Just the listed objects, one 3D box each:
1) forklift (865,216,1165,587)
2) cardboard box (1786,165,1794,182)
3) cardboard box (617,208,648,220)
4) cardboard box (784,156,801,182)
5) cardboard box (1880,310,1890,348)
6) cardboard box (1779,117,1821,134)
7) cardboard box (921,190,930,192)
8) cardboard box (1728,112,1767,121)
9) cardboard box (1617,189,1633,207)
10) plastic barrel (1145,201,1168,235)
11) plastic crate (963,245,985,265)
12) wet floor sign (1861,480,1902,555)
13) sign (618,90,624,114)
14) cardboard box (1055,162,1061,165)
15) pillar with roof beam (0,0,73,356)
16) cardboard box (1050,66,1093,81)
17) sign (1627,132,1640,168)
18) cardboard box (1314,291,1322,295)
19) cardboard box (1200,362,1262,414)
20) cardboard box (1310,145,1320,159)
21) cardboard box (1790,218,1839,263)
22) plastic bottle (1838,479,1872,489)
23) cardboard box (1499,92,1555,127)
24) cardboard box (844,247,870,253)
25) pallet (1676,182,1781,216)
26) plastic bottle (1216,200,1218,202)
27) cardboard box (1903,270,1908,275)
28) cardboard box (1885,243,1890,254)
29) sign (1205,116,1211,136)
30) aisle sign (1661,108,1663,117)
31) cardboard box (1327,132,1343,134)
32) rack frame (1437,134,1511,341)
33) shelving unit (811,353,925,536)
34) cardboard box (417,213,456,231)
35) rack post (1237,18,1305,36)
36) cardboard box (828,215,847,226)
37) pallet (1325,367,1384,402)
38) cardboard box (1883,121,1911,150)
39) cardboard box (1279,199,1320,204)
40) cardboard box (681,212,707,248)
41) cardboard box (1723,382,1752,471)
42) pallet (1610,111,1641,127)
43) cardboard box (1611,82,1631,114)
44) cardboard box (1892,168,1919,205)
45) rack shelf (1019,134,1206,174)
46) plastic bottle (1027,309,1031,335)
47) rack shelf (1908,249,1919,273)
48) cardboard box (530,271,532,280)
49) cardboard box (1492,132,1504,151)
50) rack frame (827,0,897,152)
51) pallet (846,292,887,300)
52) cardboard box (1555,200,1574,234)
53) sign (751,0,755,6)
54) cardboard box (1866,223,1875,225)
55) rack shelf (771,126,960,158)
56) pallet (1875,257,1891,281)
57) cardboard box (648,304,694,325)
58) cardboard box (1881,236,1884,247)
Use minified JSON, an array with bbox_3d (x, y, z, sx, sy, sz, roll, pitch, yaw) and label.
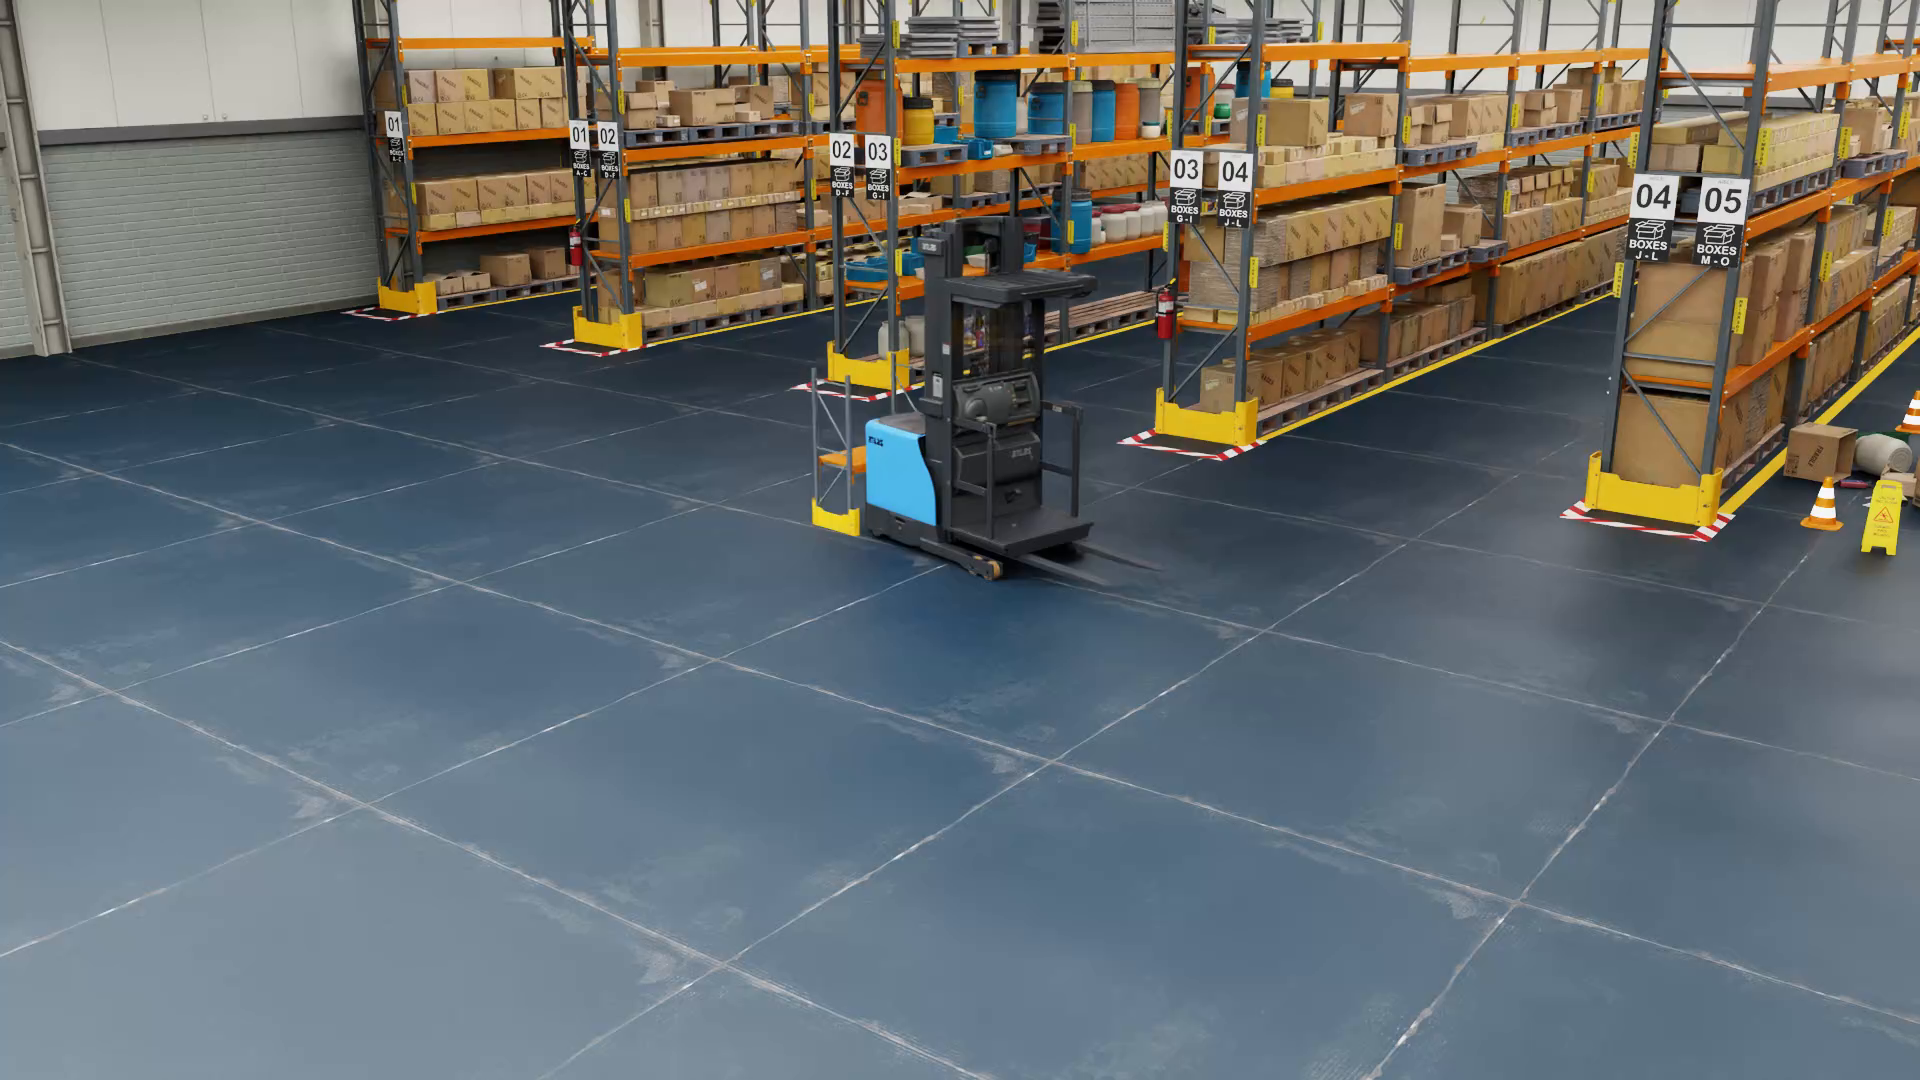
[{"bbox_3d":[0.463,-1.223,14.247,1.130,2.935,3.031,-14,22,-38],"label":"forklift"},{"bbox_3d":[7.899,-3.586,16.230,0.380,0.149,0.250,12,21,34],"label":"cardboard box"},{"bbox_3d":[-4.784,-4.765,24.273,0.380,0.149,0.250,12,21,34],"label":"cardboard box"},{"bbox_3d":[-3.591,-7.525,33.719,0.500,0.500,0.500,13,22,36],"label":"cardboard box"},{"bbox_3d":[12.677,-2.979,23.292,0.500,0.500,0.500,12,21,33],"label":"cardboard box"},{"bbox_3d":[8.504,-4.209,16.891,0.380,0.149,0.250,13,21,35],"label":"cardboard box"},{"bbox_3d":[-0.815,-7.932,38.148,0.380,0.149,0.250,13,21,35],"label":"cardboard box"},{"bbox_3d":[8.428,-4.507,17.849,0.380,0.149,0.250,12,21,34],"label":"cardboard box"},{"bbox_3d":[11.614,-6.077,29.514,0.500,0.250,0.500,12,21,33],"label":"cardboard box"},{"bbox_3d":[3.110,-5.152,26.593,0.421,0.512,0.421,0,17,0],"label":"plastic barrel"},{"bbox_3d":[0.132,-4.054,23.603,0.450,0.188,0.662,12,21,35],"label":"plastic crate"},{"bbox_3d":[8.258,-0.219,14.866,0.267,0.644,0.232,8,19,25],"label":"wet floor sign"},{"bbox_3d":[-4.749,-6.140,23.299,0.100,0.325,0.005,12,21,35],"label":"sign"},{"bbox_3d":[2.052,-7.901,33.782,0.500,0.500,0.500,13,21,35],"label":"cardboard box"},{"bbox_3d":[-9.567,-6.221,20.110,9.100,9.000,0.400,12,21,35],"label":"pillar with roof beam"},{"bbox_3d":[2.218,-9.290,33.196,0.700,0.500,0.500,12,21,35],"label":"cardboard box"},{"bbox_3d":[6.258,-3.617,15.421,0.100,0.325,0.005,12,21,35],"label":"sign"},{"bbox_3d":[4.138,-2.929,20.049,0.380,0.149,0.250,12,21,35],"label":"cardboard box"},{"bbox_3d":[3.148,-1.753,19.344,0.500,0.500,0.500,-15,23,-40],"label":"cardboard box"},{"bbox_3d":[3.914,-4.480,19.142,0.380,0.149,0.250,11,21,32],"label":"cardboard box"},{"bbox_3d":[9.966,-3.540,19.738,0.700,0.500,0.500,13,21,35],"label":"cardboard box"},{"bbox_3d":[9.139,-0.569,16.979,0.283,0.061,0.133,5,18,16],"label":"plastic bottle"},{"bbox_3d":[8.729,-6.679,25.758,0.797,0.503,0.637,12,21,34],"label":"cardboard box"},{"bbox_3d":[-1.890,-4.969,29.177,0.500,0.311,0.500,12,21,34],"label":"cardboard box"},{"bbox_3d":[7.119,-3.269,15.809,1.003,0.211,1.213,12,21,35],"label":"pallet"},{"bbox_3d":[4.514,-5.908,29.433,0.097,0.271,0.097,0,17,0],"label":"plastic bottle"},{"bbox_3d":[15.566,-4.482,27.722,0.380,0.149,0.250,13,21,36],"label":"cardboard box"},{"bbox_3d":[12.518,-4.013,22.831,0.380,0.149,0.250,13,22,36],"label":"cardboard box"},{"bbox_3d":[3.997,-6.668,26.783,0.100,0.325,0.005,12,21,35],"label":"sign"},{"bbox_3d":[12.580,-7.617,30.337,0.394,0.787,0.004,12,21,35],"label":"aisle sign"},{"bbox_3d":[4.705,-5.081,21.078,0.380,0.149,0.250,12,21,33],"label":"cardboard box"},{"bbox_3d":[7.529,-4.506,24.702,1.000,3.000,0.127,12,21,35],"label":"rack frame"},{"bbox_3d":[-0.819,-0.927,15.705,0.587,1.500,1.083,16,23,41],"label":"shelving unit"},{"bbox_3d":[-8.626,-5.224,27.235,0.500,0.250,0.500,12,21,33],"label":"cardboard box"},{"bbox_3d":[5.408,-8.968,29.081,0.937,0.300,0.954,12,21,34],"label":"rack post"},{"bbox_3d":[-2.116,-5.359,27.874,0.380,0.149,0.250,12,21,35],"label":"cardboard box"},{"bbox_3d":[4.774,-2.055,21.512,1.003,0.211,1.213,12,21,35],"label":"pallet"},{"bbox_3d":[12.006,-5.175,21.629,0.500,0.500,0.500,12,21,35],"label":"cardboard box"},{"bbox_3d":[4.078,-3.920,20.459,0.500,0.500,0.500,12,21,35],"label":"cardboard box"},{"bbox_3d":[-4.293,-4.752,25.325,0.700,0.500,0.500,13,21,35],"label":"cardboard box"},{"bbox_3d":[7.559,-1.269,17.153,0.875,0.875,0.875,12,21,34],"label":"cardboard box"},{"bbox_3d":[11.136,-7.331,28.891,1.003,0.211,1.213,12,21,35],"label":"pallet"},{"bbox_3d":[11.080,-7.611,28.597,0.700,0.500,0.500,14,22,37],"label":"cardboard box"},{"bbox_3d":[14.300,-5.290,24.870,0.500,0.500,0.500,13,22,36],"label":"cardboard box"},{"bbox_3d":[2.360,-5.994,25.648,1.077,0.370,4.000,12,21,35],"label":"rack shelf"},{"bbox_3d":[1.016,-3.169,24.122,0.144,0.351,0.185,12,21,33],"label":"plastic bottle"},{"bbox_3d":[15.027,-4.691,26.510,1.077,0.370,4.000,12,21,35],"label":"rack shelf"},{"bbox_3d":[-7.758,-4.650,29.232,0.380,0.149,0.250,10,20,30],"label":"cardboard box"},{"bbox_3d":[7.443,-5.710,23.775,0.500,0.250,0.500,12,21,35],"label":"cardboard box"},{"bbox_3d":[-1.215,-6.341,20.495,1.000,3.000,0.127,12,21,35],"label":"rack frame"},{"bbox_3d":[-1.674,-4.447,29.214,1.003,0.211,1.213,12,21,35],"label":"pallet"},{"bbox_3d":[9.553,-5.230,26.865,0.500,0.500,0.500,13,22,36],"label":"cardboard box"},{"bbox_3d":[-3.964,-10.387,31.816,0.100,0.325,0.005,12,21,35],"label":"sign"},{"bbox_3d":[12.191,-4.168,22.326,0.380,0.149,0.250,12,21,34],"label":"cardboard box"},{"bbox_3d":[-1.616,-6.870,28.469,1.077,0.370,4.000,12,21,35],"label":"rack shelf"},{"bbox_3d":[11.791,-3.702,22.438,1.213,0.211,1.003,12,21,35],"label":"pallet"},{"bbox_3d":[-4.398,-3.447,25.222,0.500,0.250,0.500,12,21,35],"label":"cardboard box"},{"bbox_3d":[12.218,-4.037,22.405,0.380,0.149,0.250,12,21,33],"label":"cardboard box"}]
